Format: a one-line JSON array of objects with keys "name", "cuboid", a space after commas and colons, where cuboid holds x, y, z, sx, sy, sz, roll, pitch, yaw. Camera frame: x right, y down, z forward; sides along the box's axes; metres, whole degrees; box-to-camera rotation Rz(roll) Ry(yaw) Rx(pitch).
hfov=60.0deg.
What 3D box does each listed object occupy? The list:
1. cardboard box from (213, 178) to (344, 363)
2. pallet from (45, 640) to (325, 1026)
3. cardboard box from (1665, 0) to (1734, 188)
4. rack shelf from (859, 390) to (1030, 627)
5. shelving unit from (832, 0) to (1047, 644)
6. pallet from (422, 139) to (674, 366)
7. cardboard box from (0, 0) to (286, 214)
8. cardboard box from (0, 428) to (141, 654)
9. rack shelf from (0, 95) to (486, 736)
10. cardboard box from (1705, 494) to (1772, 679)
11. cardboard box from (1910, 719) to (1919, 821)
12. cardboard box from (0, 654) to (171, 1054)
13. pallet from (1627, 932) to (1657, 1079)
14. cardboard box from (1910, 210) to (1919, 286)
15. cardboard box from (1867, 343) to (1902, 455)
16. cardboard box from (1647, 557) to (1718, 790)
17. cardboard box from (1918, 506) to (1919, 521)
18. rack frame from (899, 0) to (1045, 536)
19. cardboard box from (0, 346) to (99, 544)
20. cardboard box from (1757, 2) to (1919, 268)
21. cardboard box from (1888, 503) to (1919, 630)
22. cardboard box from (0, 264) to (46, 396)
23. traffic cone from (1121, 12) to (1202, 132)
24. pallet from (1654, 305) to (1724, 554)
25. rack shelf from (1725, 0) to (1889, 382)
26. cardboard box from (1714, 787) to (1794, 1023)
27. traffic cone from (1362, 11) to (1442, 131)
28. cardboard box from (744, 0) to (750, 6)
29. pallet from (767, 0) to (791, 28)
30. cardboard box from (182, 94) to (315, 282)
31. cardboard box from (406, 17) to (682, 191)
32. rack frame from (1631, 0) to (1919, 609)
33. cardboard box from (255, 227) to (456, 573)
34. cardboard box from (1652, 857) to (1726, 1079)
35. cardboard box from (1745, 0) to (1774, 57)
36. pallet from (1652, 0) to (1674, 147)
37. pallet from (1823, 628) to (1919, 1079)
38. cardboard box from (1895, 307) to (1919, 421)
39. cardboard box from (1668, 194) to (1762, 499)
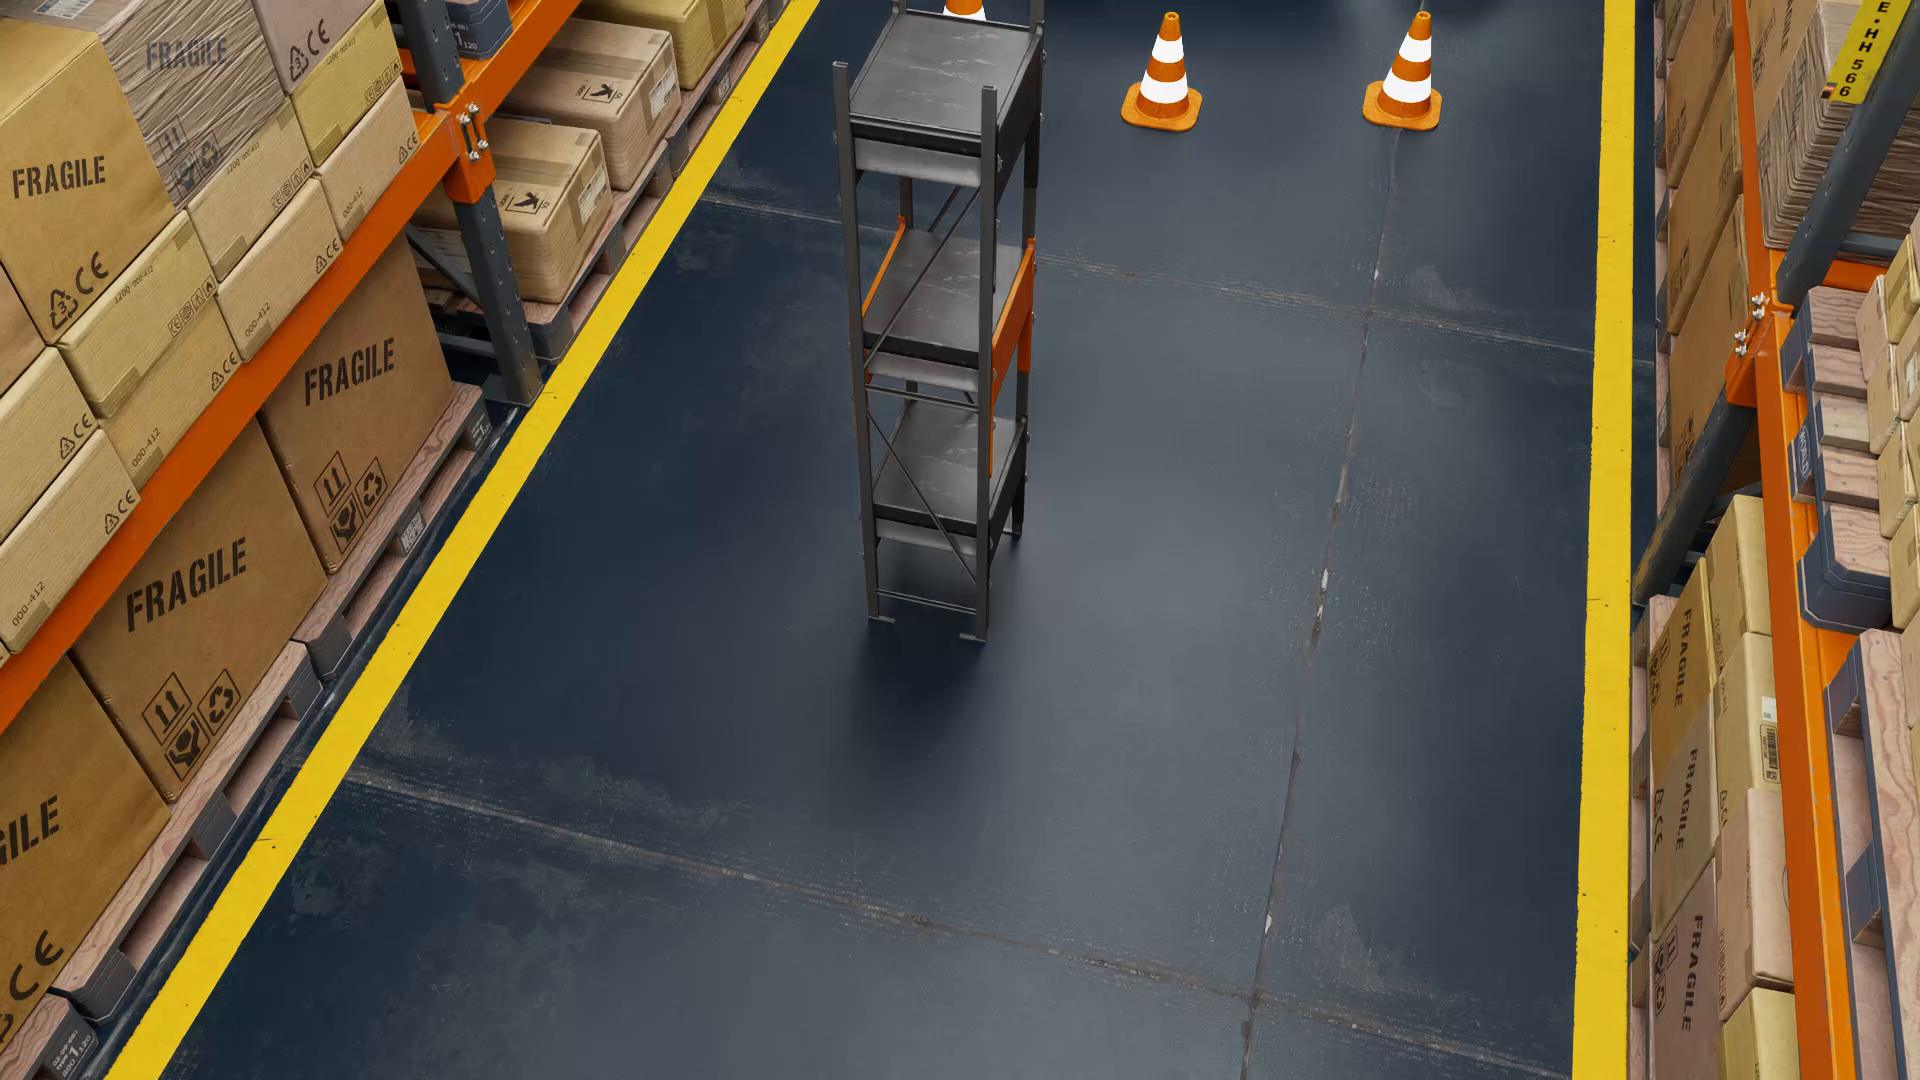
[{"name": "cardboard box", "cuboid": [-2.063, -0.781, 4.539, 0.500, 0.250, 0.500, 12, 50, 11]}, {"name": "pallet", "cuboid": [-2.664, 0.738, 4.958, 1.003, 0.211, 1.213, 12, 50, 10]}, {"name": "cardboard box", "cuboid": [3.460, -1.841, 6.594, 1.050, 0.750, 0.750, 12, 50, 10]}, {"name": "rack shelf", "cuboid": [-0.044, -0.103, 5.392, 0.431, 0.518, 0.480, 12, 50, 10]}, {"name": "shelving unit", "cuboid": [-0.044, -0.575, 4.857, 0.431, 2.100, 0.503, 12, 50, 10]}, {"name": "pallet", "cuboid": [-1.854, -1.262, 6.723, 1.003, 0.211, 1.213, 12, 50, 10]}, {"name": "cardboard box", "cuboid": [-2.072, -1.186, 4.062, 0.500, 0.500, 0.500, 12, 50, 11]}, {"name": "cardboard box", "cuboid": [-2.318, -0.045, 3.889, 0.500, 0.250, 0.500, 11, 49, 9]}, {"name": "rack shelf", "cuboid": [-2.587, 0.064, 4.172, 1.077, 0.370, 4.000, 12, 50, 10]}, {"name": "cardboard box", "cuboid": [2.326, 0.175, 4.482, 0.500, 0.250, 0.500, 10, 49, 8]}, {"name": "cardboard box", "cuboid": [2.082, 0.471, 3.221, 0.380, 0.149, 0.250, 12, 50, 11]}, {"name": "cardboard box", "cuboid": [-2.797, 0.718, 4.253, 0.875, 0.875, 0.875, 13, 50, 11]}, {"name": "pallet", "cuboid": [2.211, 1.651, 4.152, 1.003, 0.211, 1.213, 12, 50, 10]}, {"name": "cardboard box", "cuboid": [2.432, -0.670, 3.831, 0.380, 0.149, 0.250, 12, 50, 10]}, {"name": "cardboard box", "cuboid": [2.358, -0.294, 3.897, 0.380, 0.149, 0.250, 14, 50, 12]}, {"name": "cardboard box", "cuboid": [2.309, 0.433, 4.754, 0.500, 0.500, 0.500, 10, 49, 8]}, {"name": "cardboard box", "cuboid": [2.218, 0.012, 3.428, 0.380, 0.149, 0.250, 12, 50, 10]}, {"name": "rack frame", "cuboid": [0.021, -0.752, 5.013, 0.400, 2.100, 0.015, 12, 50, 10]}, {"name": "cardboard box", "cuboid": [-2.326, -0.214, 3.705, 0.500, 0.250, 0.500, 10, 49, 9]}, {"name": "cardboard box", "cuboid": [2.601, -1.128, 4.679, 0.500, 0.500, 0.500, 12, 50, 10]}, {"name": "cardboard box", "cuboid": [2.218, 0.096, 3.552, 0.380, 0.149, 0.250, 14, 50, 12]}, {"name": "cardboard box", "cuboid": [-2.349, -0.463, 3.425, 0.500, 0.500, 0.500, 11, 49, 9]}, {"name": "traffic cone", "cuboid": [0.905, -2.094, 7.289, 0.336, 0.463, 0.334, 12, 50, 10]}, {"name": "pallet", "cuboid": [3.021, -0.349, 5.917, 1.003, 0.211, 1.213, 12, 50, 10]}, {"name": "rack shelf", "cuboid": [3.268, -1.925, 5.928, 1.077, 0.370, 4.000, 12, 50, 10]}, {"name": "cardboard box", "cuboid": [2.050, 0.897, 3.845, 0.500, 0.250, 0.500, 12, 50, 10]}, {"name": "traffic cone", "cuboid": [1.984, -2.098, 7.293, 0.336, 0.463, 0.334, 12, 50, 10]}, {"name": "cardboard box", "cuboid": [-1.330, -2.882, 7.766, 0.950, 0.372, 0.625, 14, 50, 12]}, {"name": "pallet", "cuboid": [-1.212, -3.027, 8.281, 1.003, 0.211, 1.213, 12, 50, 10]}, {"name": "cardboard box", "cuboid": [-2.075, -0.964, 4.367, 0.500, 0.250, 0.500, 10, 49, 9]}, {"name": "cardboard box", "cuboid": [-1.716, -1.832, 6.838, 0.950, 0.372, 0.625, 11, 49, 9]}, {"name": "rack frame", "cuboid": [2.741, -0.716, 4.382, 1.000, 3.000, 0.127, 12, 50, 10]}, {"name": "cardboard box", "cuboid": [-2.323, -0.573, 5.392, 0.875, 0.875, 0.875, 11, 50, 10]}, {"name": "cardboard box", "cuboid": [2.049, 1.170, 4.104, 0.500, 0.500, 0.500, 10, 49, 9]}, {"name": "cardboard box", "cuboid": [2.865, -1.850, 5.316, 0.500, 0.500, 0.500, 11, 49, 9]}, {"name": "pallet", "cuboid": [3.664, -2.114, 7.475, 1.003, 0.211, 1.213, 12, 50, 10]}, {"name": "pallet", "cuboid": [2.260, 0.787, 3.183, 1.003, 0.211, 1.213, 12, 50, 10]}, {"name": "cardboard box", "cuboid": [2.351, -0.364, 3.760, 0.380, 0.149, 0.250, 14, 50, 12]}, {"name": "cardboard box", "cuboid": [2.988, -0.534, 5.441, 1.050, 0.750, 0.750, 11, 49, 10]}]
